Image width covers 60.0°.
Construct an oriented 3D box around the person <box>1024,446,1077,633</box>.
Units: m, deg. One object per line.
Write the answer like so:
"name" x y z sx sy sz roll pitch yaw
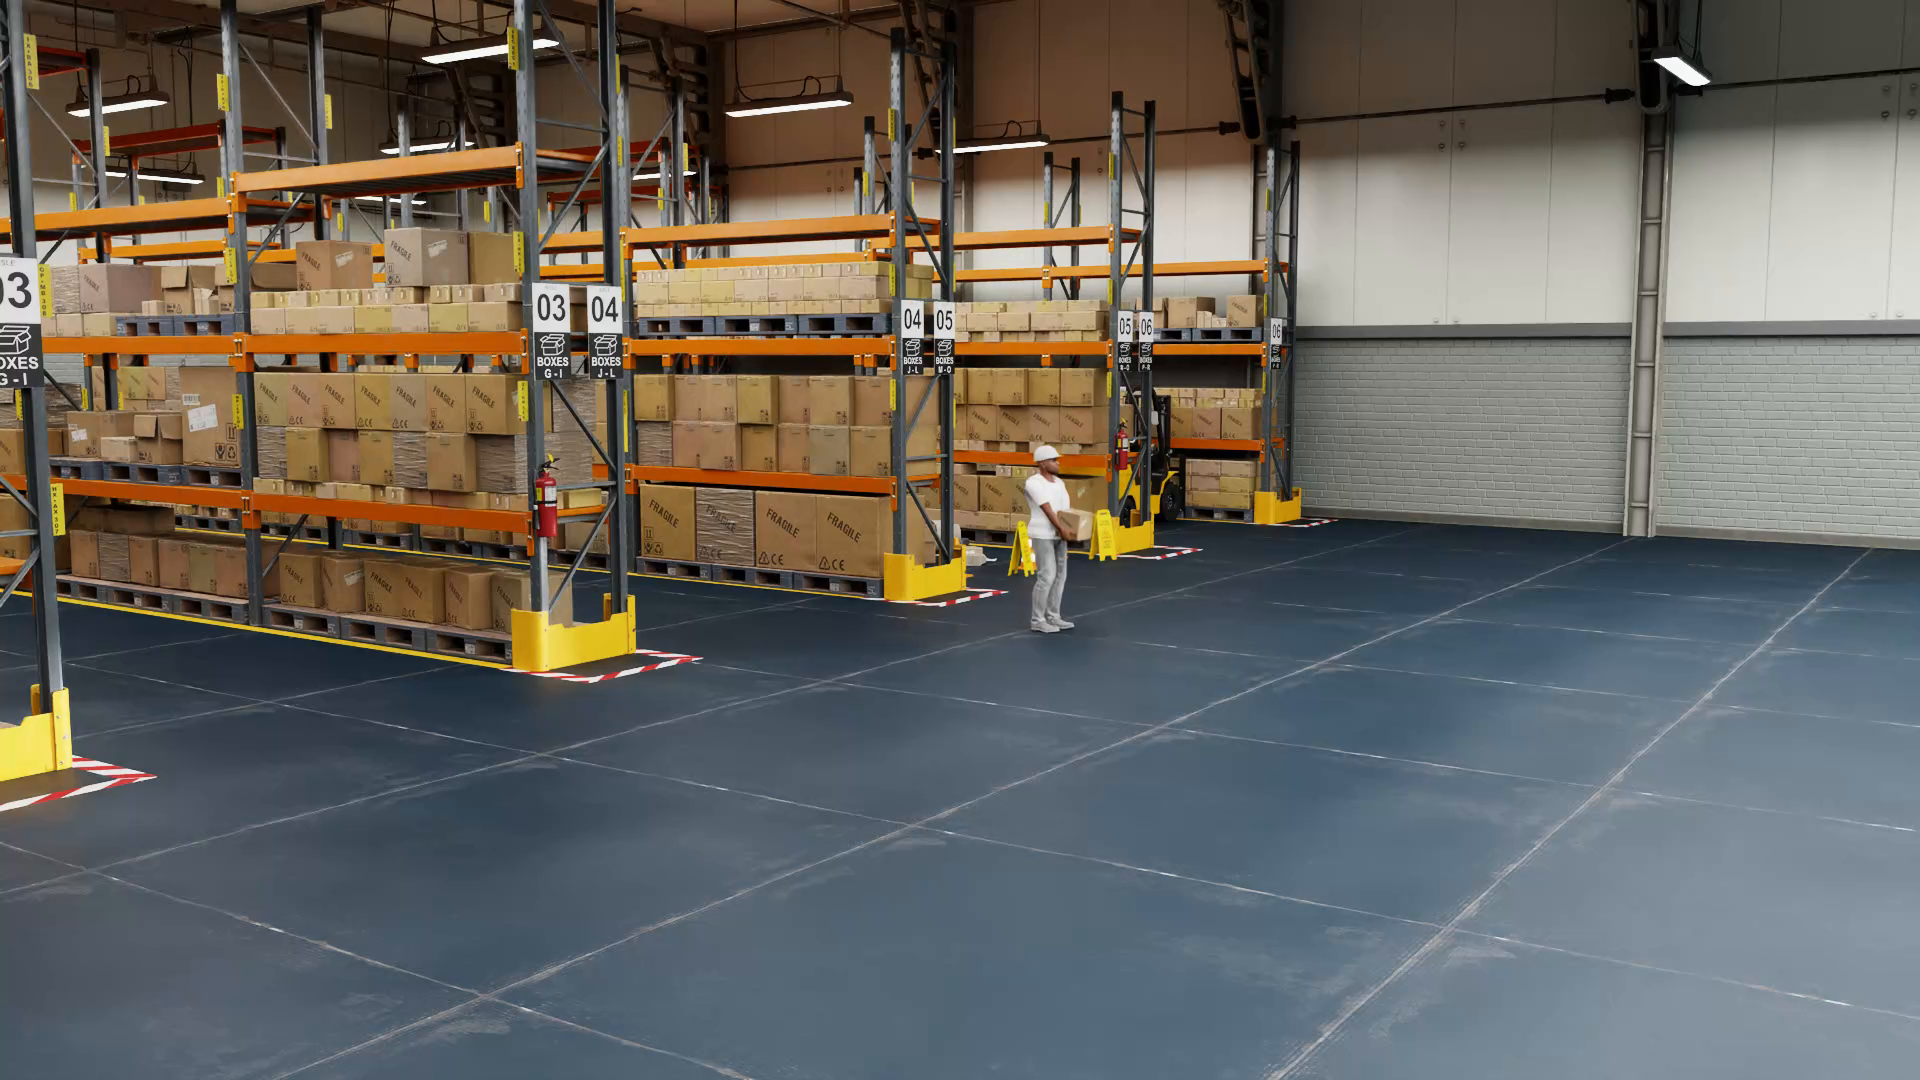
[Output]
"person" 0.936 -0.010 15.794 0.581 1.759 0.504 4 8 34
